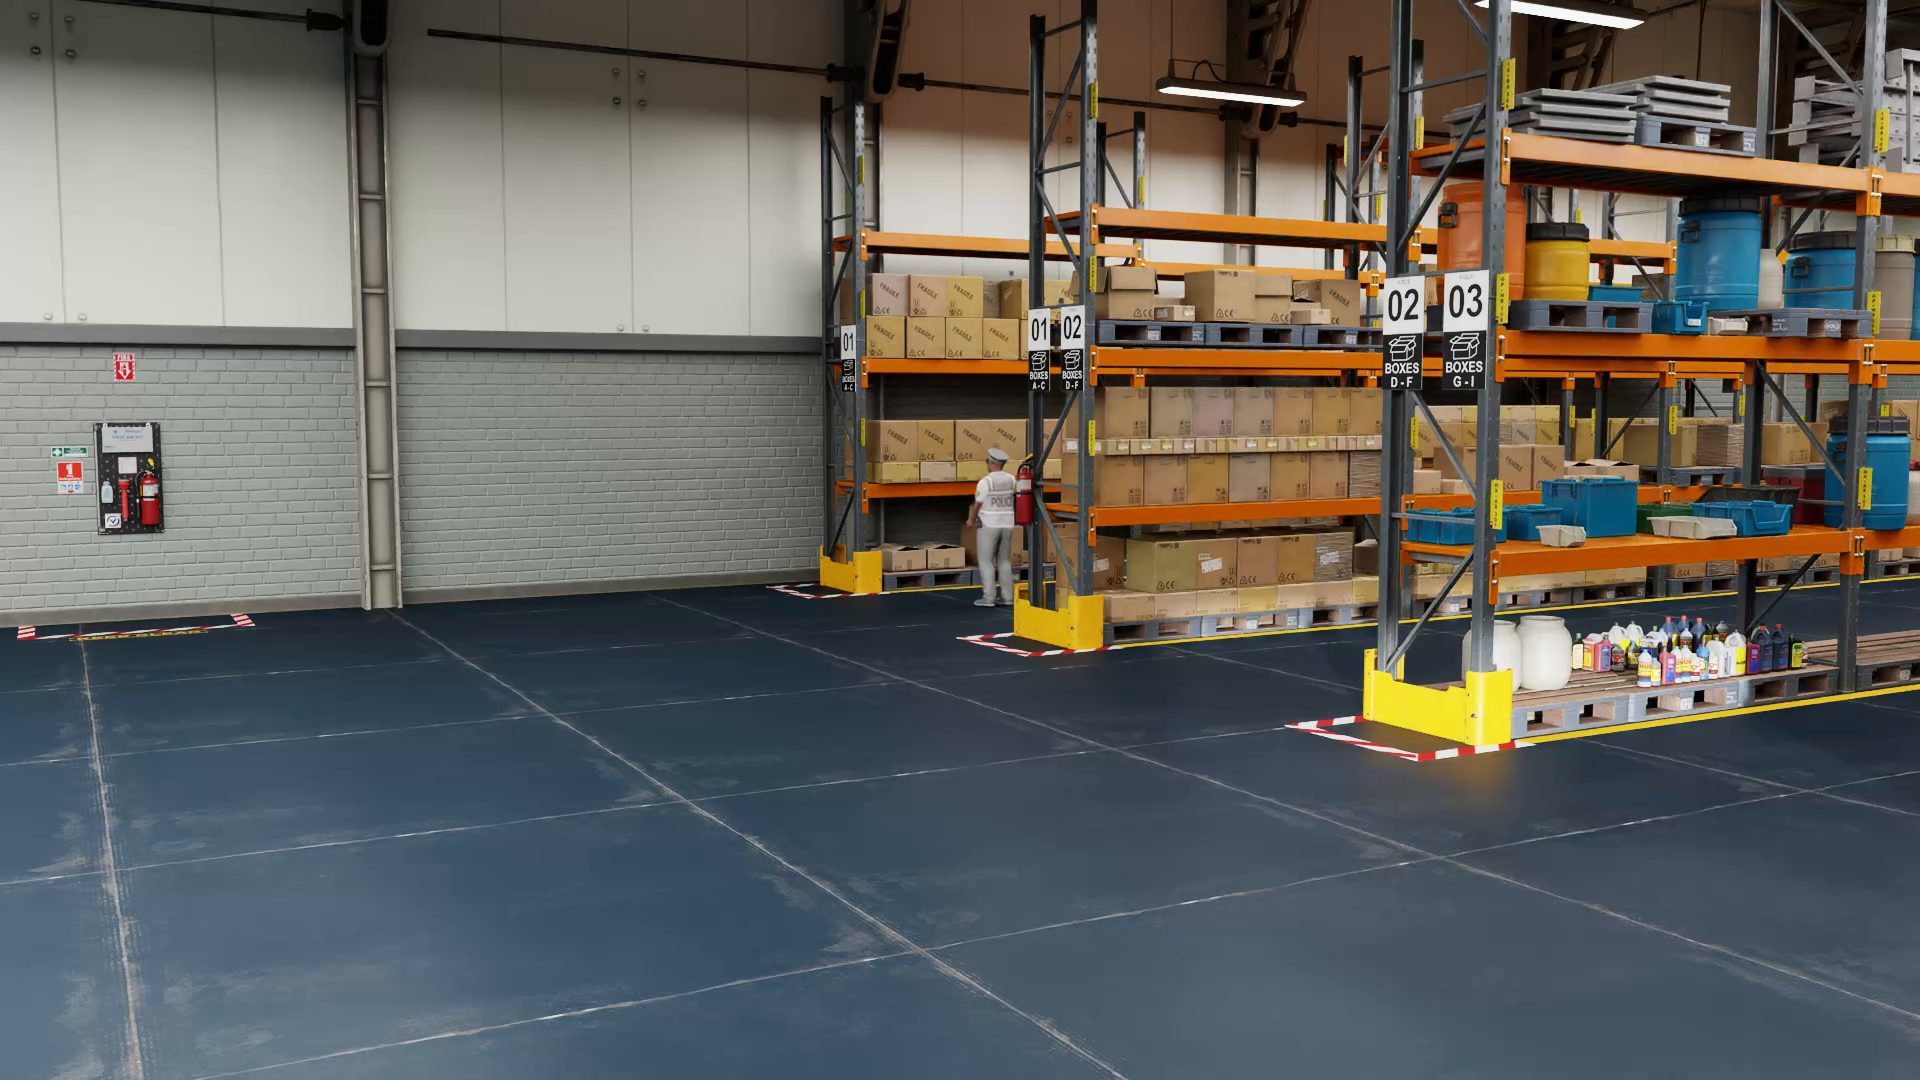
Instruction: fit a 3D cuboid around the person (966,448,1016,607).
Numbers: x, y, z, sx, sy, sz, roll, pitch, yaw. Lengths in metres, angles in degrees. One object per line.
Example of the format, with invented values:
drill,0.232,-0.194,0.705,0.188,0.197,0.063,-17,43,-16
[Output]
person,0.343,-0.147,18.724,0.534,1.778,0.552,-4,6,-37
